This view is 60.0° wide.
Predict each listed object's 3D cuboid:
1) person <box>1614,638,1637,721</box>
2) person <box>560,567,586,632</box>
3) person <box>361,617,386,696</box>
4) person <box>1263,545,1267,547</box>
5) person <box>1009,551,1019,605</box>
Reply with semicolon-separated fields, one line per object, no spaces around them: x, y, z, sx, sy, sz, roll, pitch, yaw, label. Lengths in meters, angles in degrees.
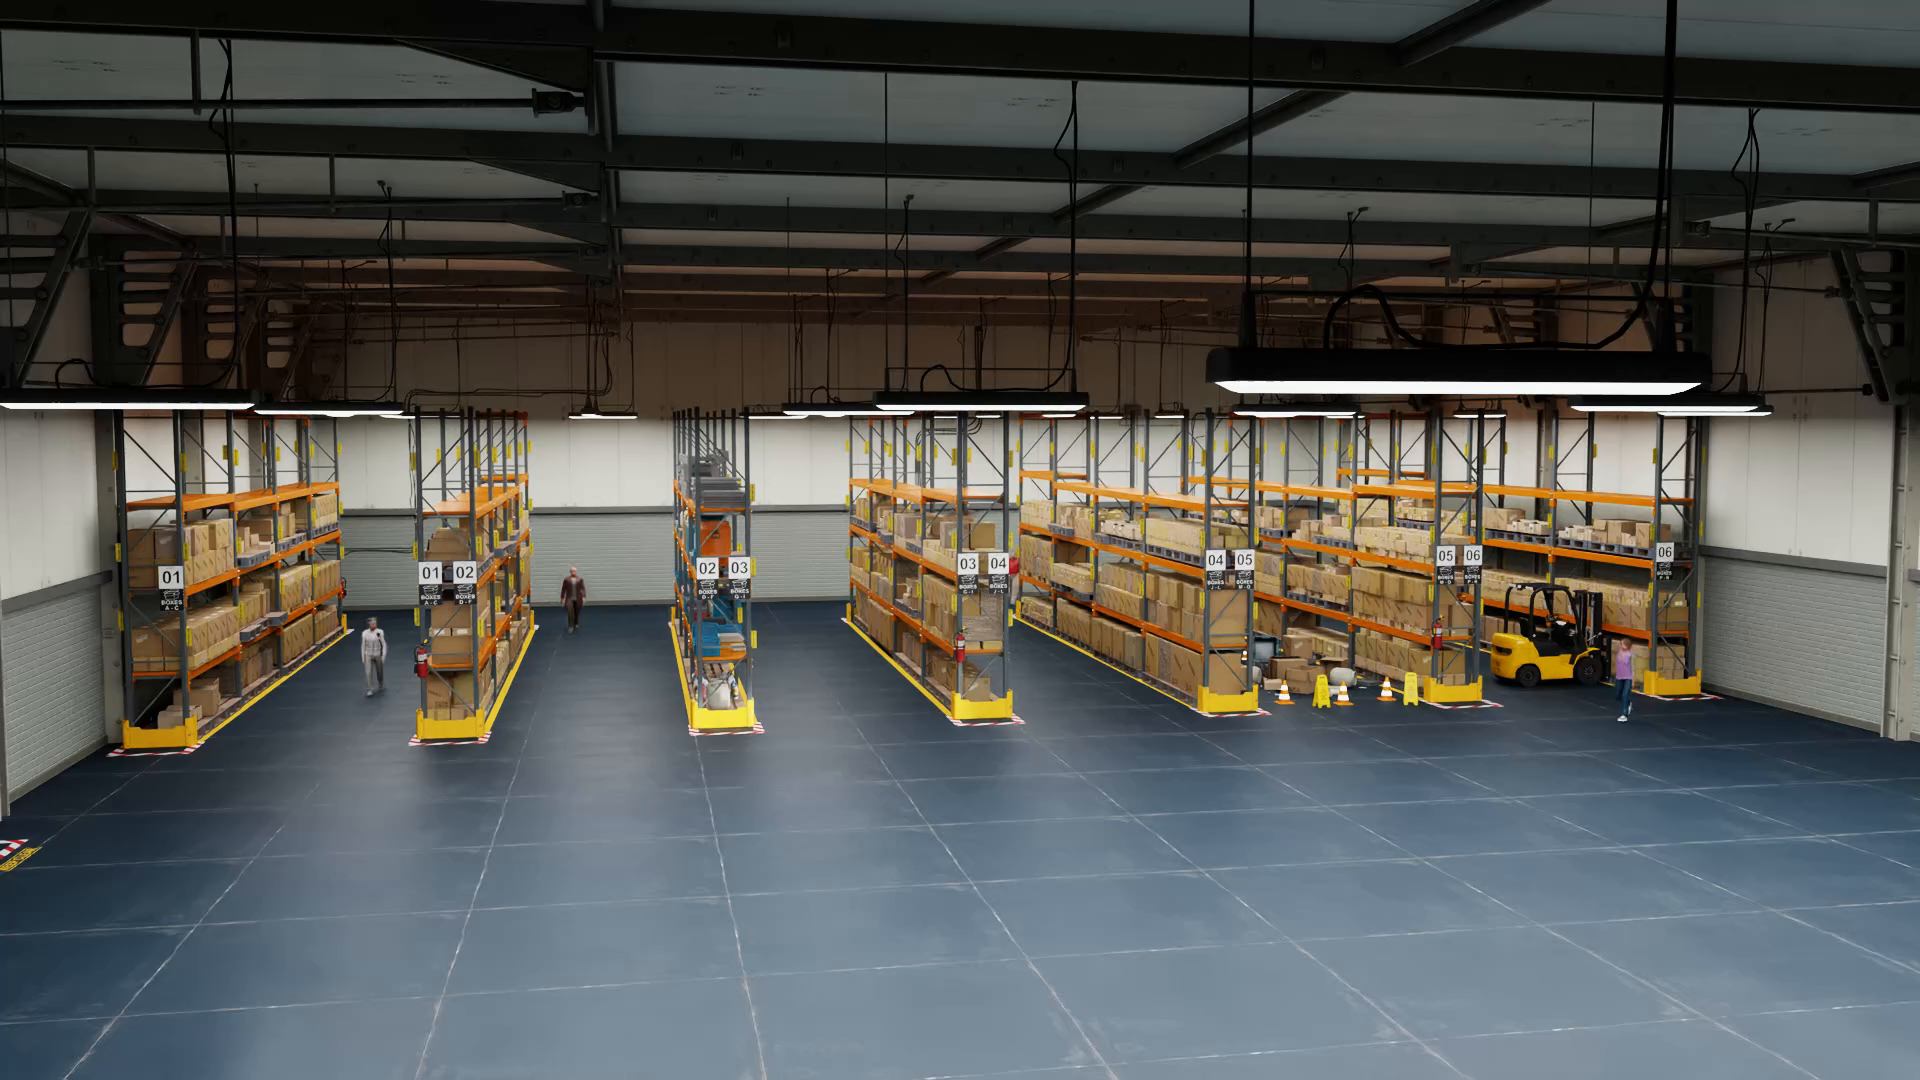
12.762;2.654;31.796;0.659;1.577;0.420;-3;5;-40;person
-10.562;1.607;45.426;0.660;1.725;1.100;-1;4;-20;person
-12.304;2.409;34.901;0.487;1.633;0.853;-1;4;-14;person
9.749;1.046;53.104;0.683;1.779;0.556;-1;4;-19;person
1.664;1.166;52.117;0.550;1.667;1.108;1;4;19;person
